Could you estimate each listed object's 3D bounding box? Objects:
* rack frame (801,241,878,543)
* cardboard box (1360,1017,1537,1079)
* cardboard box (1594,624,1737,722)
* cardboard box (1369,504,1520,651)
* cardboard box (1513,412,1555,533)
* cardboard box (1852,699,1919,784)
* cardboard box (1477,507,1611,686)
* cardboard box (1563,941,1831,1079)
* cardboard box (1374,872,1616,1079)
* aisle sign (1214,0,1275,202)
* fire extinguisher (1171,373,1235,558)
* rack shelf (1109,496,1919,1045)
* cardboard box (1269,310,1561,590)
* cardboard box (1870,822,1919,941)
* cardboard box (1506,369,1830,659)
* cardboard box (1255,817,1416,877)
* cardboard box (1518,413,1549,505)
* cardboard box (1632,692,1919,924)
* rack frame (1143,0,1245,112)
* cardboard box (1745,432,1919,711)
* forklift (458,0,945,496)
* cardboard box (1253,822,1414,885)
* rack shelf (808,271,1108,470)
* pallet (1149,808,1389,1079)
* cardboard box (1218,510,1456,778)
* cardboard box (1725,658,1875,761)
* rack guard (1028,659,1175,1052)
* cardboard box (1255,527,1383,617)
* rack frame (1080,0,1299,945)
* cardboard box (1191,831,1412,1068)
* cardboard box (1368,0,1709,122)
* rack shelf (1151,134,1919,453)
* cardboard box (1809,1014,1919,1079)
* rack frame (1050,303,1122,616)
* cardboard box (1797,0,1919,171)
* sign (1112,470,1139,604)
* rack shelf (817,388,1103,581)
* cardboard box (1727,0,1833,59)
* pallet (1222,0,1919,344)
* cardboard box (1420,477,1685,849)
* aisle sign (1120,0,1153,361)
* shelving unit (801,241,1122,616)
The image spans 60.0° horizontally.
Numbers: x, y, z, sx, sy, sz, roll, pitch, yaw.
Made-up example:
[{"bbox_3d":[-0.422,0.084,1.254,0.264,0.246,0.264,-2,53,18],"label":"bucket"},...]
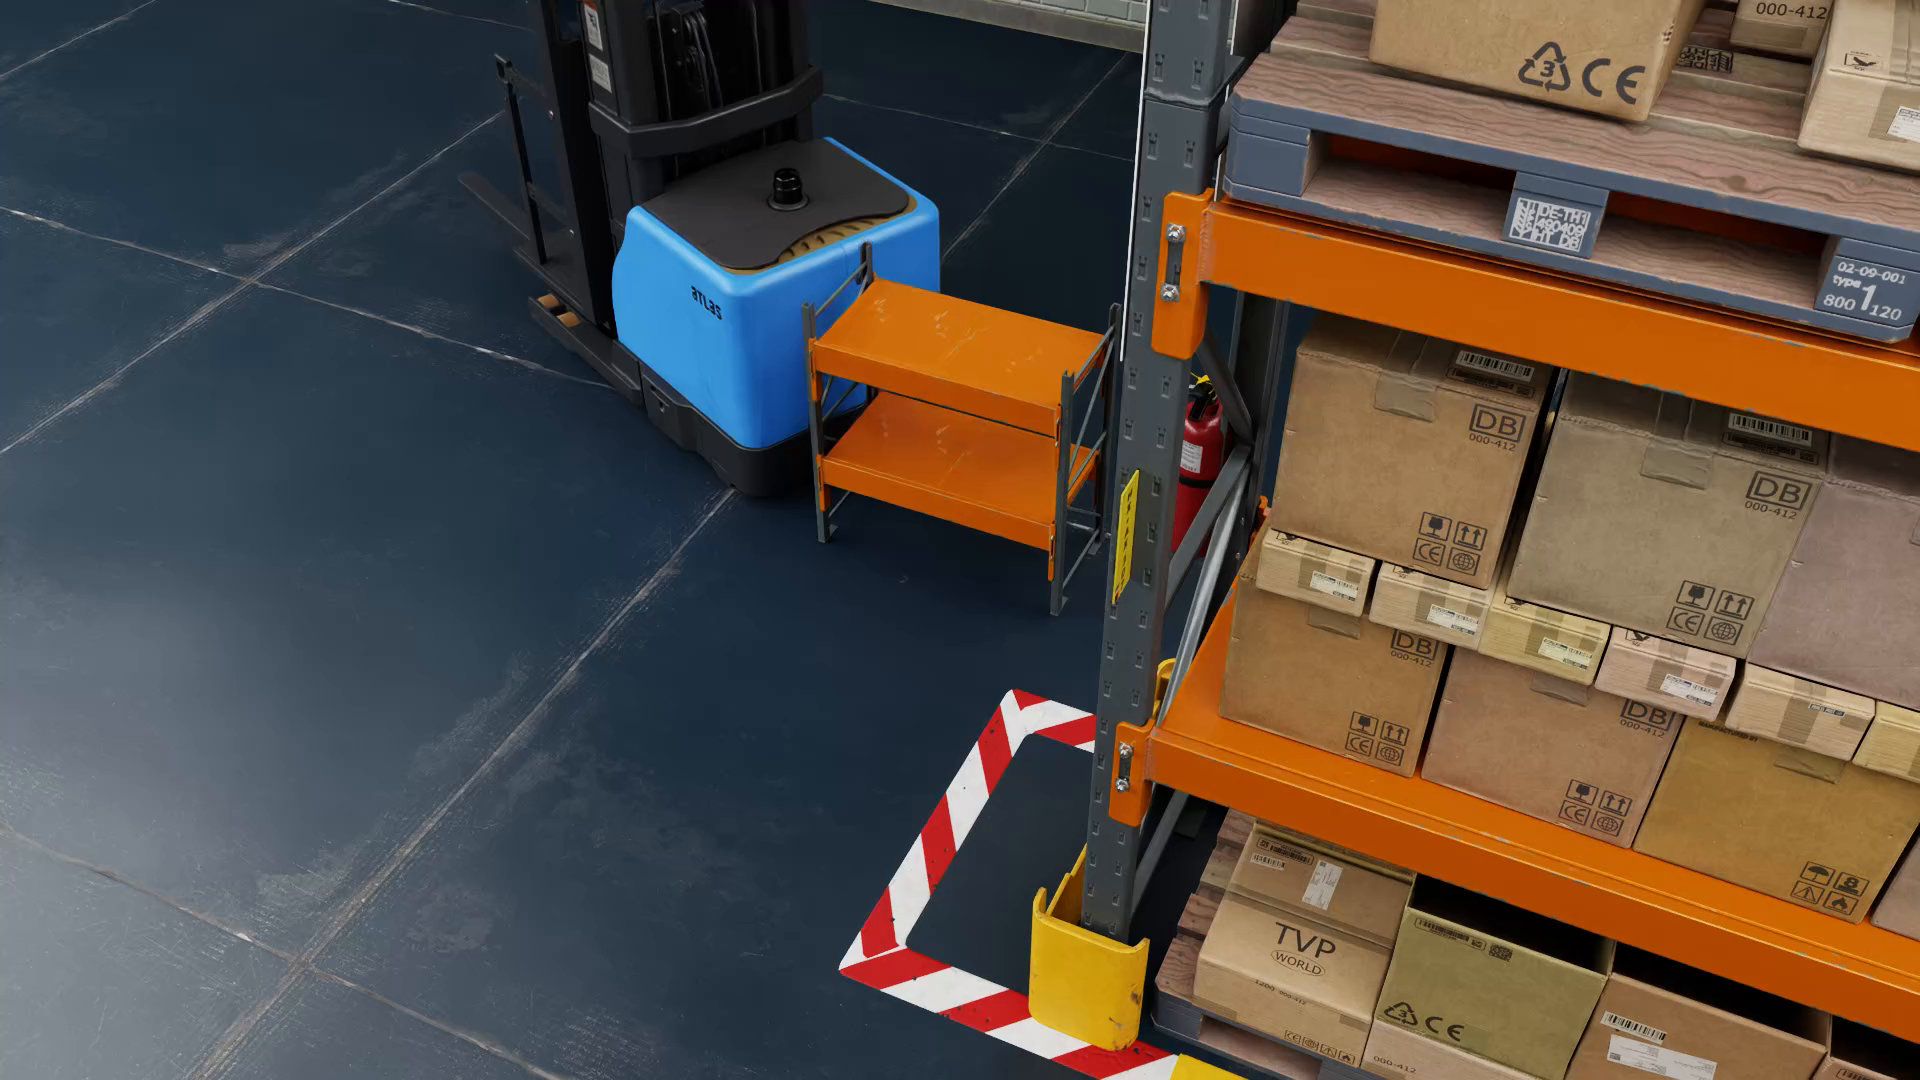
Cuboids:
[{"bbox_3d":[-0.455,-0.564,6.542,0.032,1.125,0.500,17,44,19],"label":"rack frame"},{"bbox_3d":[1.459,1.323,4.712,0.500,0.250,0.500,17,44,19],"label":"cardboard box"},{"bbox_3d":[1.571,0.192,3.667,0.250,0.149,0.380,16,44,18],"label":"cardboard box"},{"bbox_3d":[1.118,0.051,3.830,0.250,0.149,0.380,16,43,18],"label":"cardboard box"},{"bbox_3d":[1.509,-0.122,4.029,0.250,0.149,0.380,16,44,18],"label":"cardboard box"},{"bbox_3d":[2.045,0.335,3.502,0.250,0.149,0.380,16,44,18],"label":"cardboard box"},{"bbox_3d":[1.343,0.121,3.749,0.250,0.149,0.380,17,44,19],"label":"cardboard box"},{"bbox_3d":[1.917,1.171,4.315,0.500,0.500,0.500,17,44,19],"label":"cardboard box"},{"bbox_3d":[1.458,1.041,4.465,0.500,0.500,0.500,17,44,19],"label":"cardboard box"},{"bbox_3d":[0.677,-1.149,3.801,0.004,0.787,0.394,17,44,19],"label":"aisle sign"},{"bbox_3d":[0.702,-0.254,4.811,0.183,0.674,0.296,17,44,19],"label":"fire extinguisher"},{"bbox_3d":[2.425,0.851,4.027,4.000,0.370,1.077,17,44,19],"label":"rack shelf"},{"bbox_3d":[1.078,-0.351,3.798,0.500,0.500,0.700,17,44,19],"label":"cardboard box"},{"bbox_3d":[2.434,0.552,3.747,0.500,0.500,0.700,18,44,20],"label":"cardboard box"},{"bbox_3d":[1.557,-0.208,3.633,0.500,0.500,0.700,16,43,18],"label":"cardboard box"},{"bbox_3d":[1.224,0.595,4.980,0.500,0.500,0.500,17,44,19],"label":"cardboard box"},{"bbox_3d":[1.277,-0.193,4.111,0.250,0.149,0.380,18,44,20],"label":"cardboard box"},{"bbox_3d":[1.956,0.408,3.912,0.500,0.500,0.700,17,44,19],"label":"cardboard box"},{"bbox_3d":[0.613,-2.241,2.465,0.127,3.000,1.000,17,44,19],"label":"rack frame"},{"bbox_3d":[2.014,-0.069,3.473,0.500,0.500,0.700,17,44,19],"label":"cardboard box"},{"bbox_3d":[-1.384,-2.190,7.039,1.130,2.935,3.031,-28,48,-28],"label":"forklift"},{"bbox_3d":[1.223,0.879,5.224,0.500,0.250,0.500,17,44,19],"label":"cardboard box"},{"bbox_3d":[0.006,-0.644,6.188,1.000,0.278,0.538,17,44,19],"label":"rack shelf"},{"bbox_3d":[1.323,1.266,5.128,1.213,0.211,1.003,17,44,19],"label":"pallet"},{"bbox_3d":[1.030,0.125,4.239,0.500,0.500,0.700,17,44,19],"label":"cardboard box"},{"bbox_3d":[1.813,0.264,3.583,0.250,0.149,0.380,16,43,17],"label":"cardboard box"},{"bbox_3d":[0.591,0.964,5.257,0.348,0.500,1.175,17,44,19],"label":"rack guard"},{"bbox_3d":[0.877,-0.021,3.912,0.250,0.149,0.380,17,44,18],"label":"cardboard box"},{"bbox_3d":[0.613,0.026,4.430,0.127,3.000,1.000,17,44,19],"label":"rack frame"},{"bbox_3d":[1.005,1.187,4.870,0.500,0.250,0.500,17,44,19],"label":"cardboard box"},{"bbox_3d":[1.132,-1.197,3.044,0.637,0.503,0.797,20,45,22],"label":"cardboard box"},{"bbox_3d":[2.425,-0.282,3.044,4.000,0.370,1.077,17,44,19],"label":"rack shelf"},{"bbox_3d":[2.363,1.320,4.143,0.500,0.500,0.500,17,44,19],"label":"cardboard box"},{"bbox_3d":[0.467,-0.282,6.217,0.032,1.125,0.500,17,44,19],"label":"rack frame"},{"bbox_3d":[1.604,-0.794,2.850,0.250,0.149,0.380,17,44,19],"label":"cardboard box"},{"bbox_3d":[0.372,-0.004,3.743,0.005,0.325,0.100,17,44,19],"label":"sign"},{"bbox_3d":[0.006,-0.238,6.540,1.000,0.278,0.538,17,44,19],"label":"rack shelf"},{"bbox_3d":[1.768,-1.100,3.126,0.500,0.250,0.500,17,44,19],"label":"cardboard box"},{"bbox_3d":[1.242,-0.863,3.233,1.213,0.211,1.003,17,44,19],"label":"pallet"},{"bbox_3d":[1.508,0.267,4.075,0.500,0.500,0.700,18,44,20],"label":"cardboard box"},{"bbox_3d":[0.424,-0.793,3.390,0.004,0.787,0.394,17,44,19],"label":"aisle sign"},{"bbox_3d":[0.006,-0.423,6.379,1.048,1.125,0.538,17,44,19],"label":"shelving unit"}]
